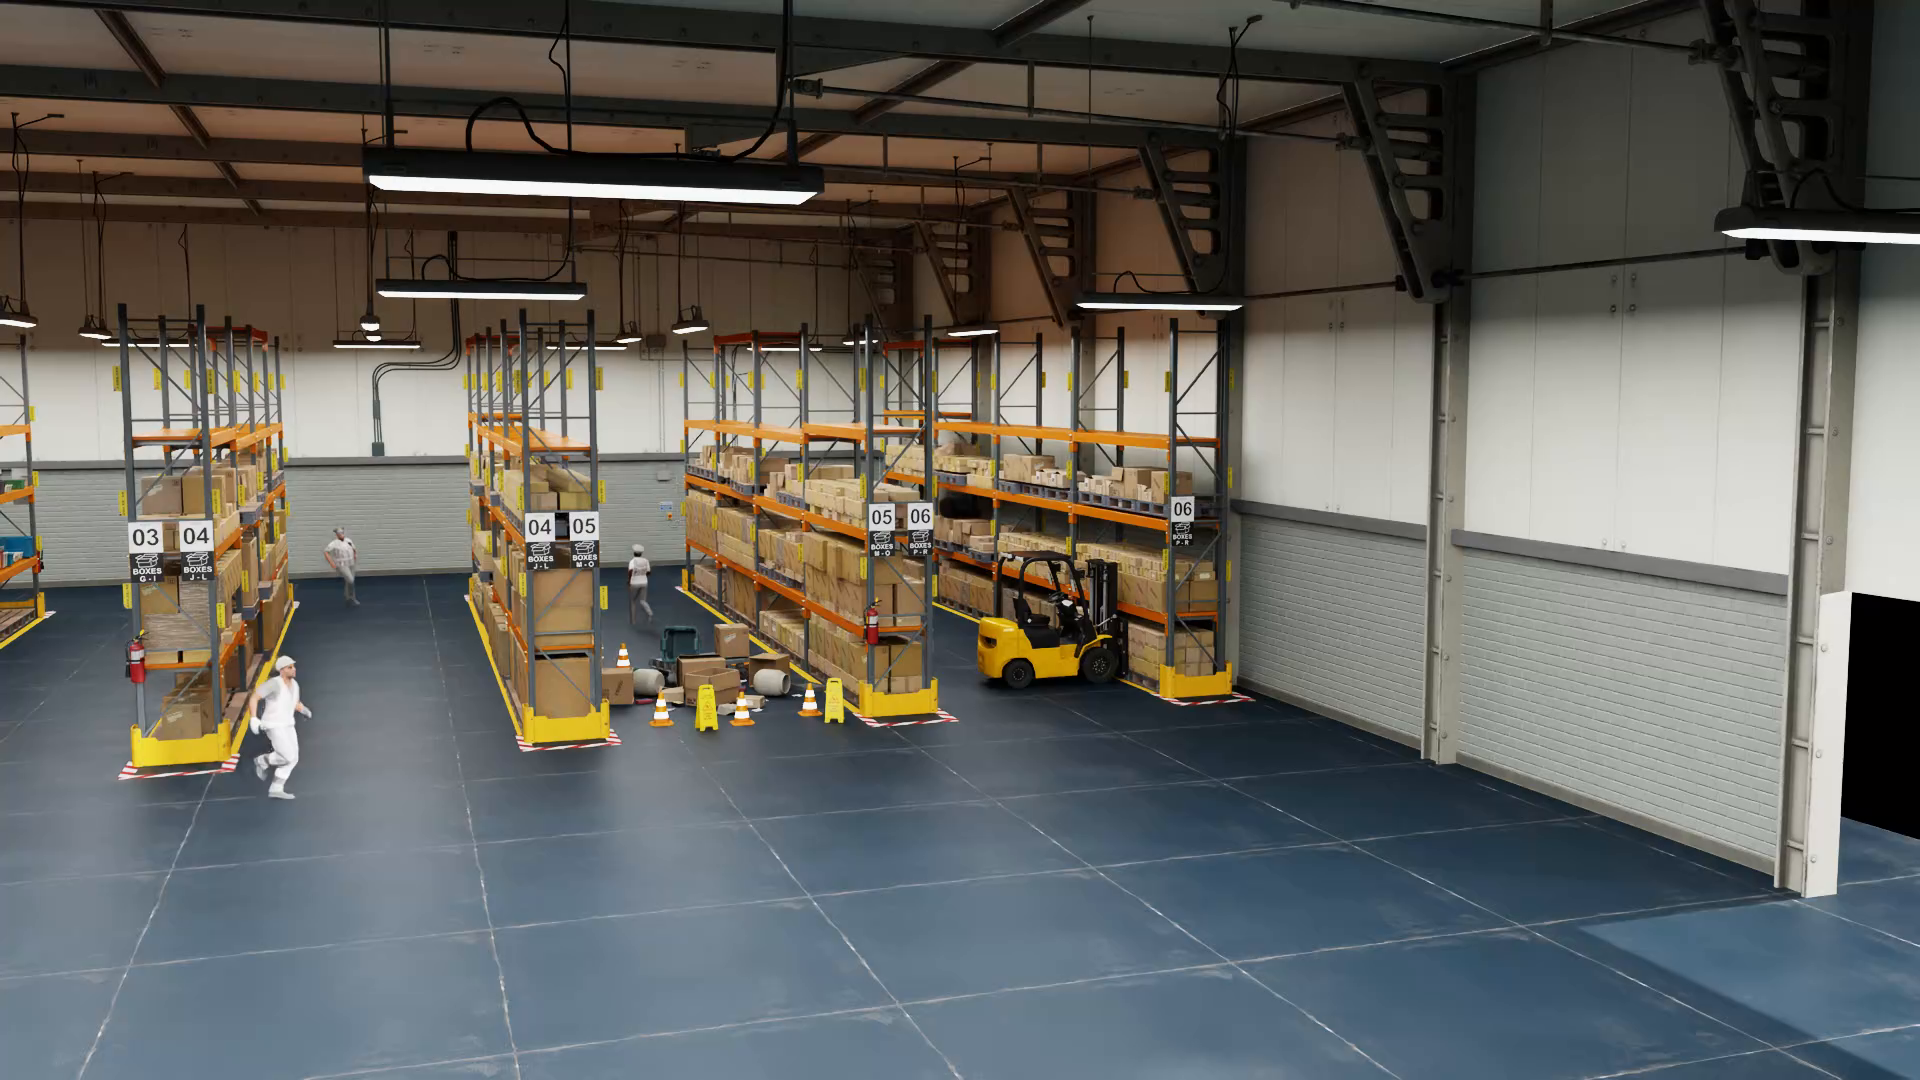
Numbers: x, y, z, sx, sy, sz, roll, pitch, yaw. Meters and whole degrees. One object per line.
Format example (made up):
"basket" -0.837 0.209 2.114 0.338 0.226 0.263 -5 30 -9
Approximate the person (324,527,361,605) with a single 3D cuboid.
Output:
"person" -13.891 0.601 37.502 0.670 1.810 0.715 4 7 35

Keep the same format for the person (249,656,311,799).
"person" -8.178 2.259 20.022 0.691 1.730 0.706 1 6 15

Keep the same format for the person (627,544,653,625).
"person" -6.563 0.936 33.917 0.580 1.683 0.913 -4 7 -36
